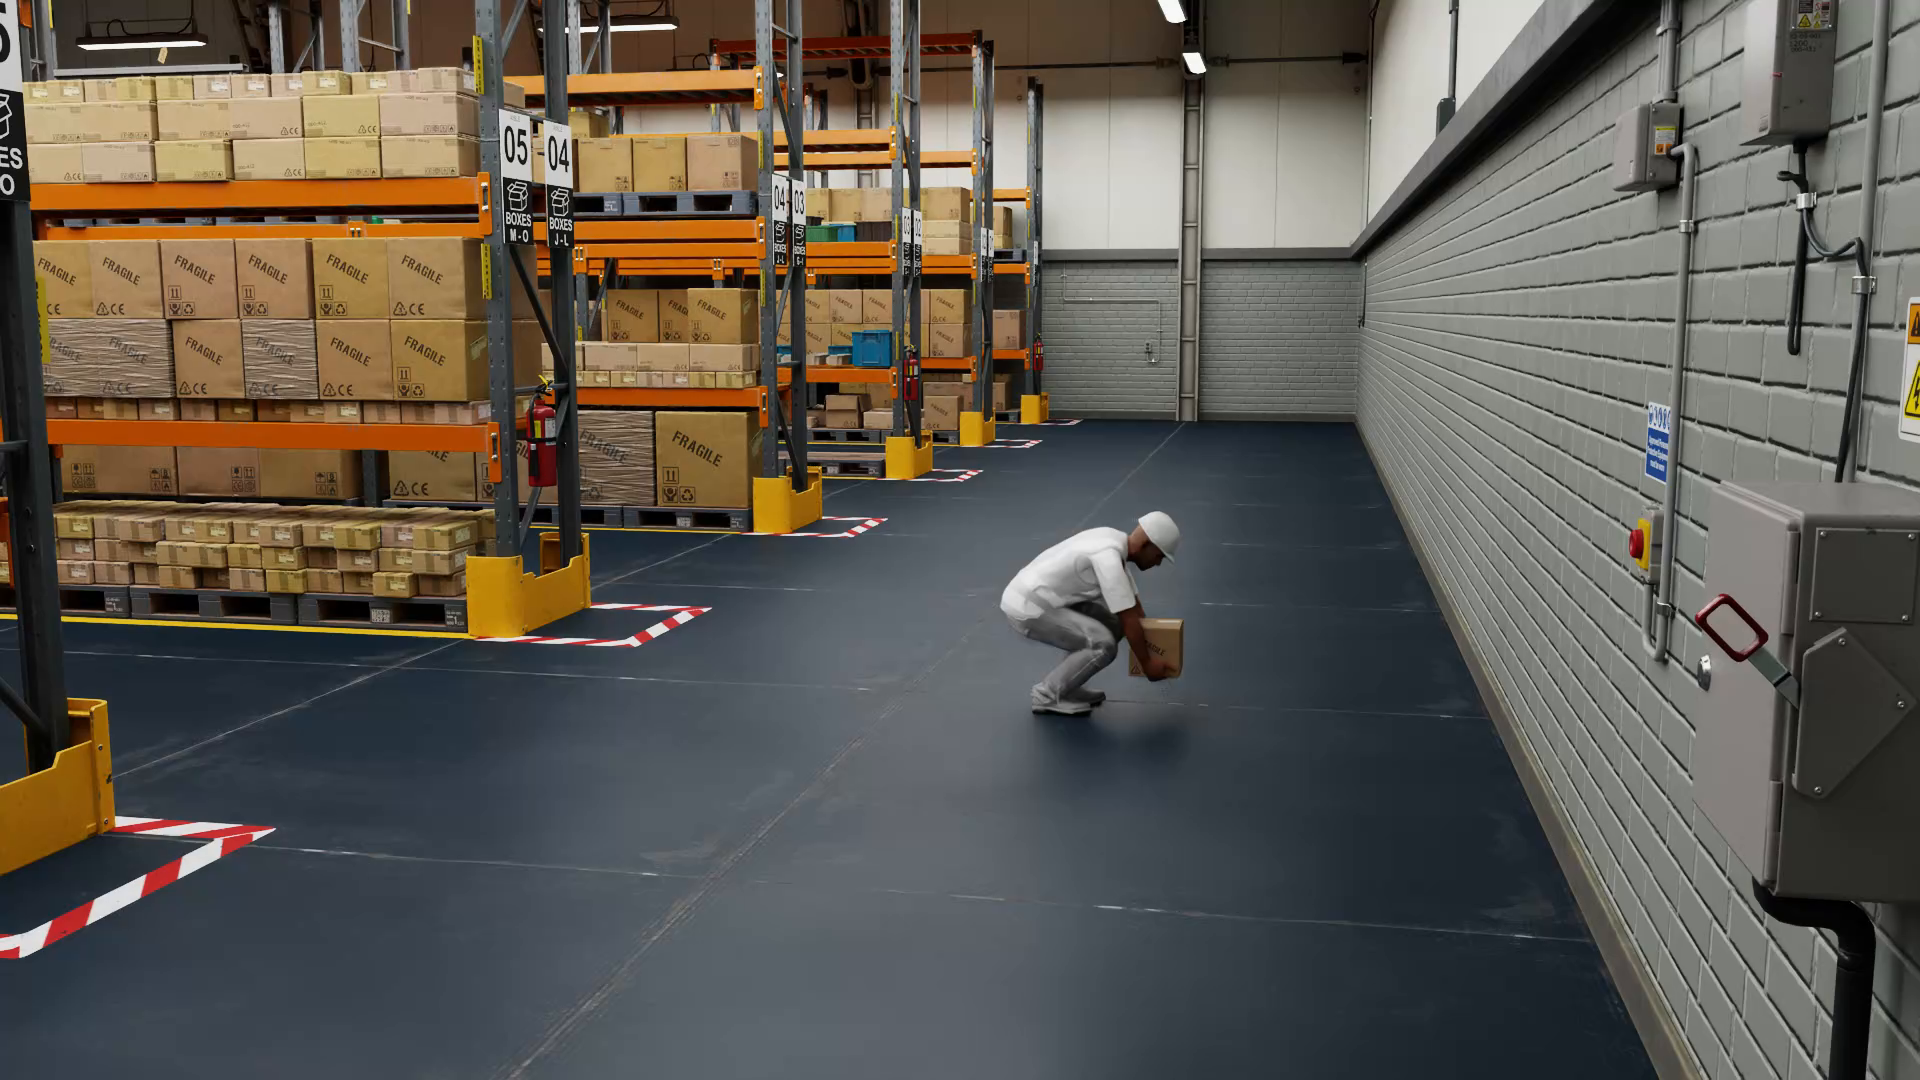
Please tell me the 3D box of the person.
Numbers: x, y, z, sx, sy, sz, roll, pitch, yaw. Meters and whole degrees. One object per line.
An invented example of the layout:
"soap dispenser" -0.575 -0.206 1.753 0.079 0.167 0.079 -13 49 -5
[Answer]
"person" 0.665 0.355 8.435 0.902 1.013 0.537 1 8 10
